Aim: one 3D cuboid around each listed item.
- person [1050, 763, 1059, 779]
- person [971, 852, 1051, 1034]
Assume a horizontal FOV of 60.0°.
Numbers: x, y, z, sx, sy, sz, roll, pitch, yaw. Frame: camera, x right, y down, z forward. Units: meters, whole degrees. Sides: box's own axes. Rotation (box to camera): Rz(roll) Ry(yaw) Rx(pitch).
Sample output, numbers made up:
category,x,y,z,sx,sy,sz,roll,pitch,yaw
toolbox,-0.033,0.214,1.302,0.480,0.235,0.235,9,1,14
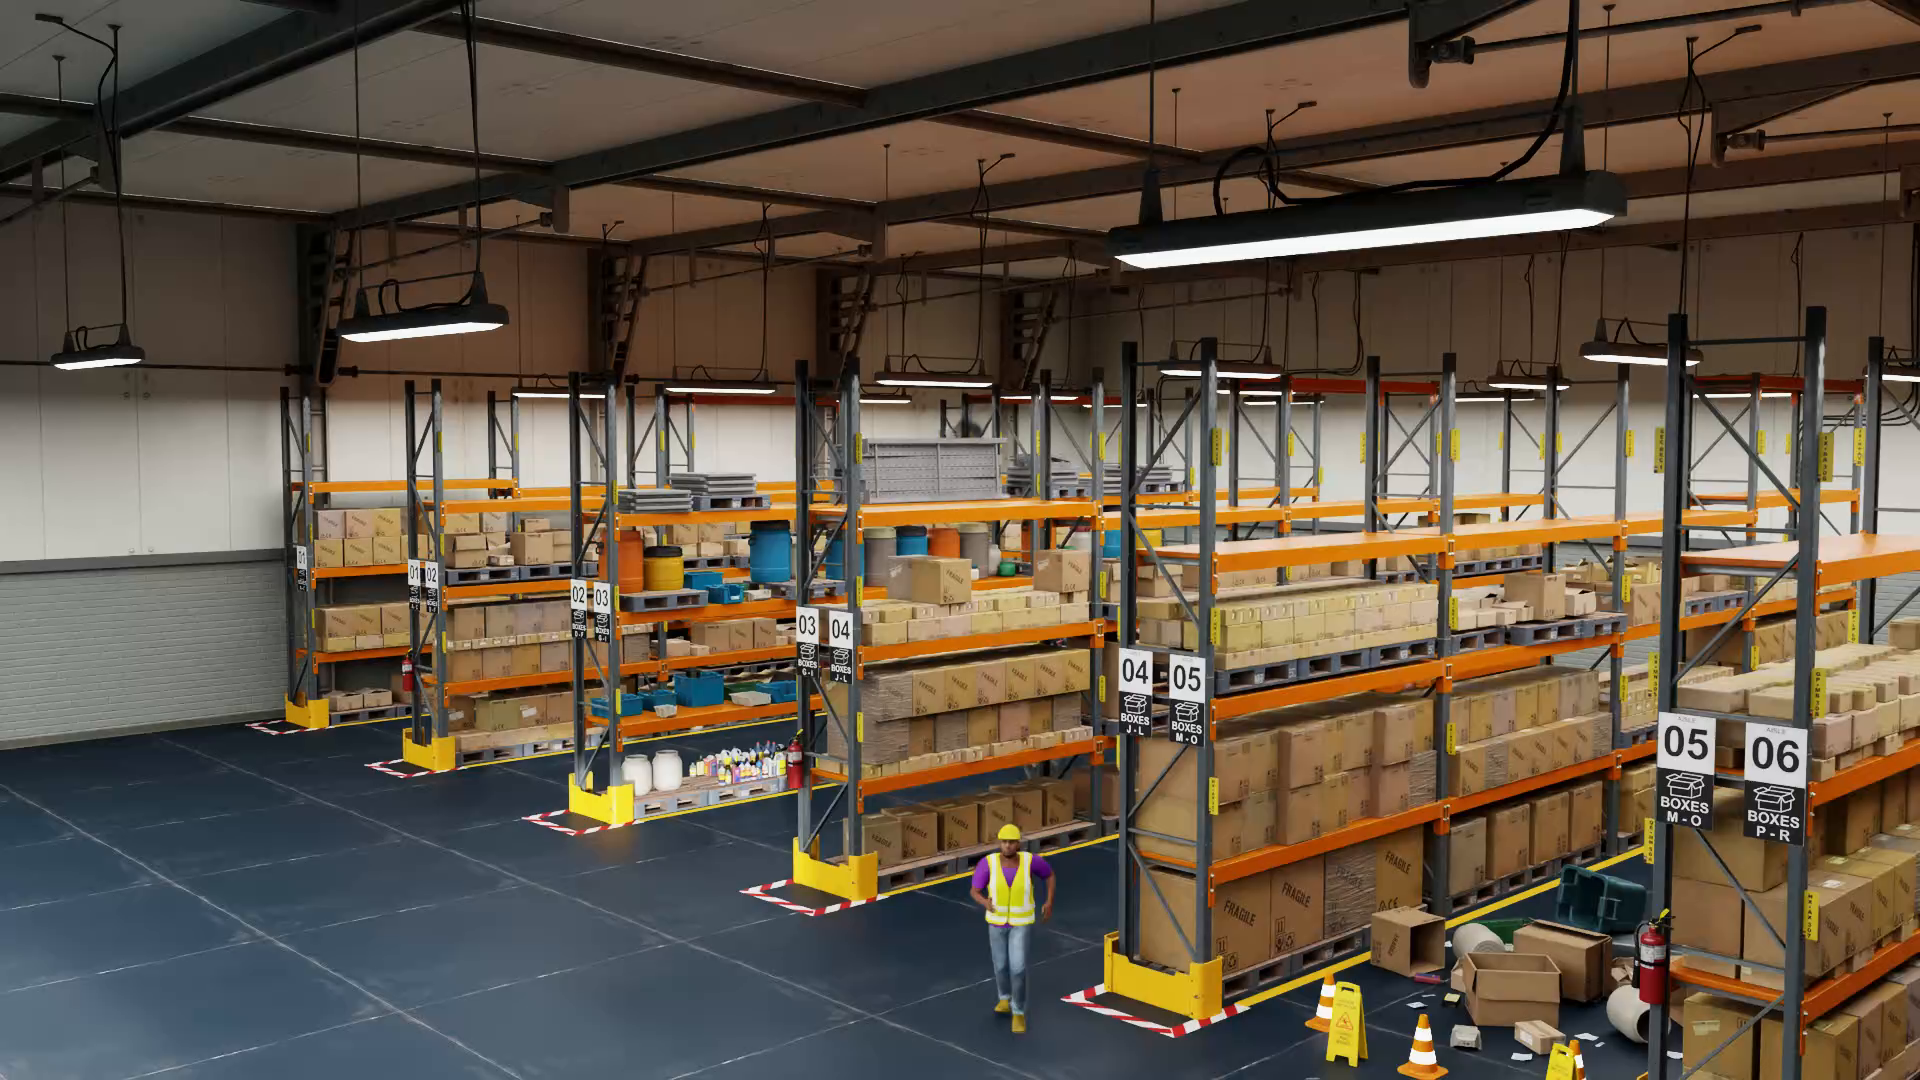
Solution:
category,x,y,z,sx,sy,sz,roll,pitch,yaw
person,1.102,3.363,14.864,12.922,1.722,13.751,3,5,43
person,0.447,3.498,14.574,0.677,1.599,0.585,1,4,9
